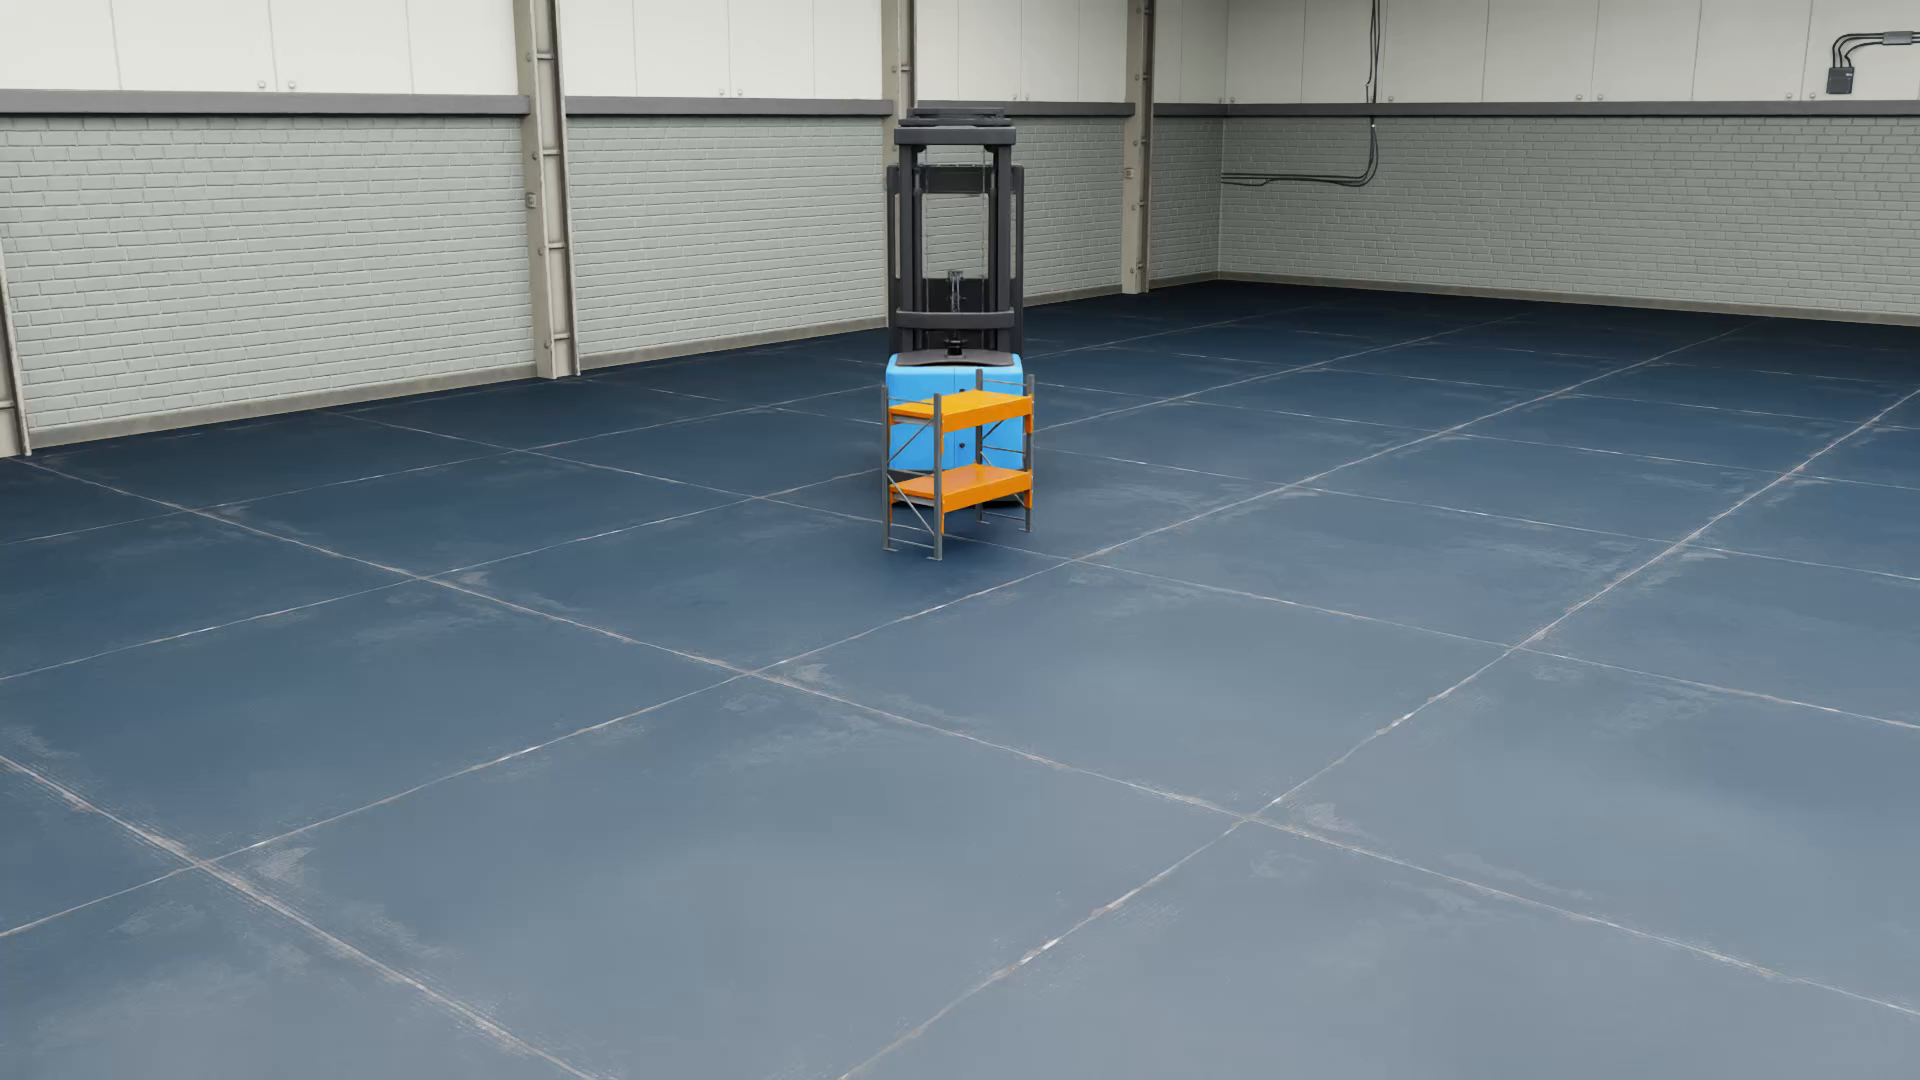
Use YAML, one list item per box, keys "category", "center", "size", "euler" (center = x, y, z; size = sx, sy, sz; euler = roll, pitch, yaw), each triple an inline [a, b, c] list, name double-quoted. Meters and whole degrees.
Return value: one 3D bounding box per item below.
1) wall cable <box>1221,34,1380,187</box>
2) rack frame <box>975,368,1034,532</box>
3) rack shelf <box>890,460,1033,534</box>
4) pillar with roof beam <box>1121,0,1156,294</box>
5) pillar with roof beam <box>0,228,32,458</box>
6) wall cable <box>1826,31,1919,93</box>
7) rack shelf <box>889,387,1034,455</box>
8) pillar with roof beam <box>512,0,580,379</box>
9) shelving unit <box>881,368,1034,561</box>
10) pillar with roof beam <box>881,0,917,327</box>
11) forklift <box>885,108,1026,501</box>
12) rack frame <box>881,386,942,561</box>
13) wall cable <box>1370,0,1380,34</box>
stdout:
- category: "wall cable"
  center: [5.827, -7.395, 28.763]
  size: [3.097, 2.526, 0.112]
  euler: [11, 18, 38]
- category: "rack frame"
  center: [0.315, -0.641, 11.863]
  size: [0.500, 1.125, 0.032]
  euler: [11, 18, 38]
- category: "rack shelf"
  center: [-0.004, -0.307, 11.540]
  size: [0.538, 0.278, 1.000]
  euler: [11, 18, 38]
- category: "pillar with roof beam"
  center: [6.295, -7.874, 24.343]
  size: [9.100, 9.000, 0.400]
  euler: [11, 18, 38]
- category: "pillar with roof beam"
  center: [-5.018, -4.427, 10.774]
  size: [9.100, 9.000, 0.400]
  euler: [11, 18, 38]
- category: "wall cable"
  center: [13.201, -9.076, 22.167]
  size: [2.305, 6.003, 0.169]
  euler: [11, 18, 38]
- category: "rack shelf"
  center: [-0.004, -0.828, 11.407]
  size: [0.538, 0.278, 1.000]
  euler: [11, 18, 38]
- category: "pillar with roof beam"
  center: [-1.247, -5.576, 15.297]
  size: [9.100, 9.000, 0.400]
  euler: [11, 18, 38]
- category: "shelving unit"
  center: [-0.004, -0.544, 11.479]
  size: [0.538, 1.125, 1.048]
  euler: [11, 18, 38]
- category: "pillar with roof beam"
  center: [2.524, -6.725, 19.820]
  size: [9.100, 9.000, 0.400]
  euler: [11, 18, 38]
- category: "forklift"
  center: [-0.034, -2.013, 13.593]
  size: [1.130, 2.935, 3.031]
  euler: [0, 14, 0]
- category: "rack frame"
  center: [-0.324, -0.447, 11.096]
  size: [0.500, 1.125, 0.032]
  euler: [11, 18, 38]
- category: "wall cable"
  center: [7.931, -9.424, 26.493]
  size: [3.097, 2.526, 0.112]
  euler: [11, 18, 38]
